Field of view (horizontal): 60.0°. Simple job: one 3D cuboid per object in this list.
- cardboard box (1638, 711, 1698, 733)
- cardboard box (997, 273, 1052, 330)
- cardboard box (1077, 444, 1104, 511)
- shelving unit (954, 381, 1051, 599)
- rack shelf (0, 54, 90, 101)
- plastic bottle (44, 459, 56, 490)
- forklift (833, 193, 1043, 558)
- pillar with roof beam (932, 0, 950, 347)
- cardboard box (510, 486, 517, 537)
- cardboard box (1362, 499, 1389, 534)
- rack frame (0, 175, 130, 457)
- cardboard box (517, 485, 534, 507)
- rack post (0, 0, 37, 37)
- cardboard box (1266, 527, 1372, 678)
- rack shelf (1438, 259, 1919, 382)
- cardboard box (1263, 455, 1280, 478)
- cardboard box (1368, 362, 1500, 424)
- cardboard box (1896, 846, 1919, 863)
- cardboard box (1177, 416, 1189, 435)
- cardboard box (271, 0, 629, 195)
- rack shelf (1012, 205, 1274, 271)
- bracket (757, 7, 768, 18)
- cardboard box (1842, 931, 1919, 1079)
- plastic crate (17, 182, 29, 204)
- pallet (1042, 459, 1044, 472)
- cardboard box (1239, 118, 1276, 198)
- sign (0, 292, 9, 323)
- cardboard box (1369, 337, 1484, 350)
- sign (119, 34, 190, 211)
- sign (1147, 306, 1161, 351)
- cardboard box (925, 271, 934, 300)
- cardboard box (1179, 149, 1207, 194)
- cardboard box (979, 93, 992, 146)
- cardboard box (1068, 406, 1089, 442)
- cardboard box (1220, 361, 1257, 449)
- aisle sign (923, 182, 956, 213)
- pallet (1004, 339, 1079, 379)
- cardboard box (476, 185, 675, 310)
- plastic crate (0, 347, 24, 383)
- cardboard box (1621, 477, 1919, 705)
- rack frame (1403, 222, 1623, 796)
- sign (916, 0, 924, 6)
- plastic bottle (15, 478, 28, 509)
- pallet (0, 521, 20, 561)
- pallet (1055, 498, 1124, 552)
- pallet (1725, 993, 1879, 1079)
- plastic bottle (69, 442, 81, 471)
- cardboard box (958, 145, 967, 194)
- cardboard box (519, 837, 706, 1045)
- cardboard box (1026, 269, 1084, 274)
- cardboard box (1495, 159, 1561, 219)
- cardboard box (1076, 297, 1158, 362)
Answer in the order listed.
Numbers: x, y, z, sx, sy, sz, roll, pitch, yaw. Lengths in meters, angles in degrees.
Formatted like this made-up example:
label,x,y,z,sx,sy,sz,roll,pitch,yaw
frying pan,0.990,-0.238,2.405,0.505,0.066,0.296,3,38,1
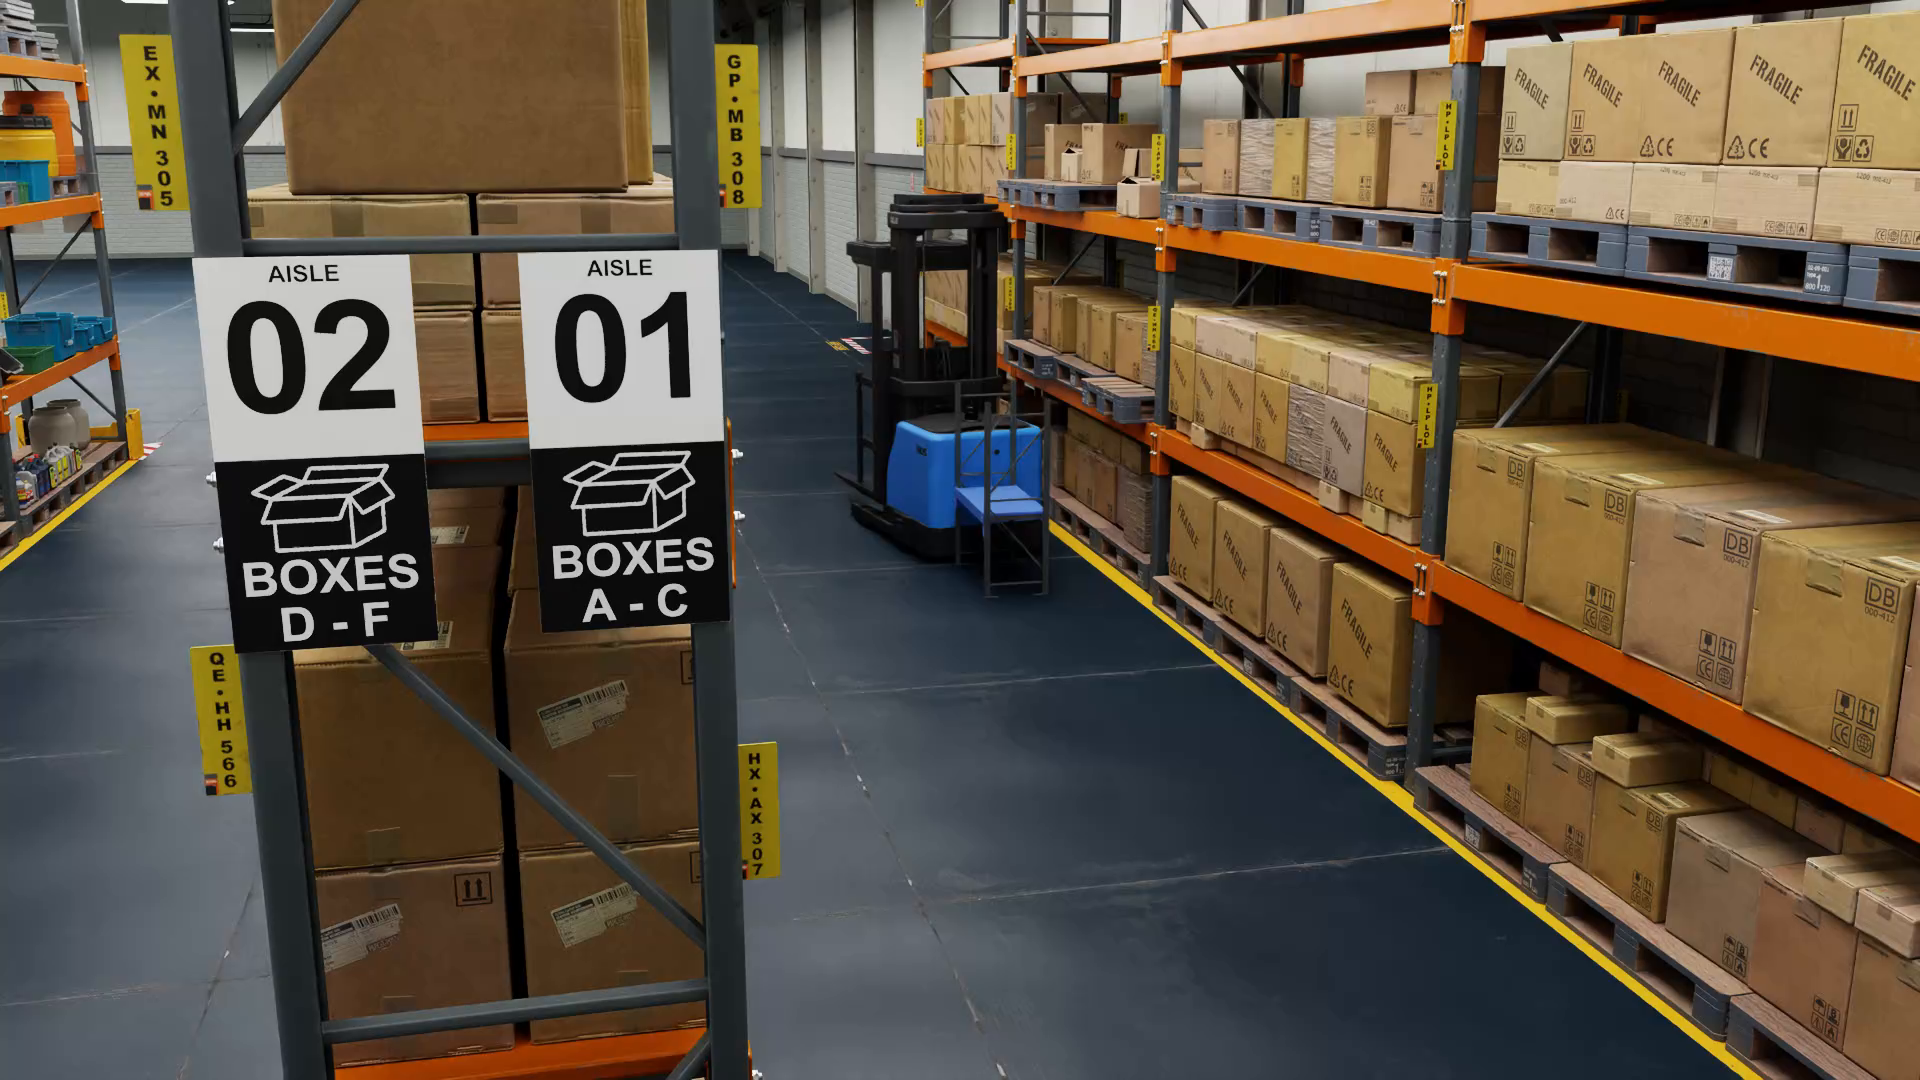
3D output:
label,x,y,z,sx,sy,sz,roll,pitch,yaw
cardboard box,3.310,0.877,7.531,0.380,0.149,0.250,-4,14,-15
cardboard box,0.597,-2.372,16.511,0.500,0.500,0.500,-3,14,-13
cardboard box,1.448,-0.574,14.794,0.700,0.500,0.500,-3,14,-13
shelving unit,0.318,-0.416,12.971,0.538,1.500,1.048,-3,14,-12
rack shelf,-9.091,-4.259,15.258,1.077,0.370,4.000,-3,14,-13
plastic bottle,-8.450,-0.615,15.419,0.061,0.283,0.133,-3,14,-11
forklift,-0.341,-1.585,14.740,1.130,2.935,3.031,-6,15,-22
pillar with roof beam,-4.519,-6.847,23.493,9.100,9.000,0.400,-3,14,-13
cardboard box,-1.968,-0.148,6.394,0.500,0.500,0.500,-4,14,-15
cardboard box,2.451,-0.141,9.170,0.380,0.149,0.250,-3,14,-12
rack frame,-9.561,-2.350,17.725,1.000,3.000,0.127,-3,14,-13
cardboard box,-1.198,0.062,5.537,0.500,0.500,0.500,-3,14,-14
rack post,-9.075,-4.782,15.200,0.937,0.300,0.954,-4,14,-14
cardboard box,2.397,0.359,10.283,0.750,0.750,0.750,-3,14,-11
rack shelf,3.357,-0.780,6.495,1.077,0.370,4.000,-3,14,-13
cardboard box,2.171,-0.502,10.649,0.380,0.149,0.250,-3,14,-13
cardboard box,2.529,-0.794,8.899,0.500,0.250,0.500,-3,14,-12
cardboard box,3.669,1.229,6.091,0.380,0.149,0.250,-3,14,-13
cardboard box,1.800,-0.855,12.095,0.380,0.149,0.250,-3,14,-14
cardboard box,-1.124,-1.043,3.739,0.700,0.500,0.500,-3,14,-13
rack shelf,1.478,-2.626,14.050,1.077,0.370,4.000,-3,14,-13
bracket,-4.810,-12.873,40.572,0.235,0.232,0.430,-3,14,-13
cardboard box,3.565,1.643,5.763,0.700,0.500,0.500,-3,14,-13
plastic crate,-8.727,-3.161,15.170,0.336,0.188,0.450,-3,14,-13
pallet,0.816,-0.778,17.166,1.003,0.211,1.213,-3,14,-13
cardboard box,2.293,-2.548,11.078,0.700,0.500,0.500,-4,14,-16
sign,-10.097,-2.455,17.571,0.100,0.325,0.005,-3,14,-13
cardboard box,2.781,-1.057,9.975,0.500,0.250,0.500,-4,14,-15
sign,-1.532,-0.795,3.175,0.100,0.325,0.005,-3,14,-13
sign,1.423,-1.548,12.171,0.100,0.325,0.005,-3,14,-13
cardboard box,-0.111,-3.076,19.393,0.500,0.500,0.500,-3,14,-13
cardboard box,2.002,-2.751,12.794,0.500,0.500,0.500,-3,14,-13
cardboard box,0.488,-4.208,16.649,0.500,0.500,0.500,-3,14,-10
cardboard box,1.304,-1.073,15.258,0.500,0.250,0.500,-4,14,-14
cardboard box,2.043,-0.897,10.900,0.500,0.500,0.500,-3,14,-13
aisle sign,-0.239,-4.165,19.677,0.394,0.787,0.004,-3,14,-13
pallet,1.047,-1.702,15.477,1.003,0.211,1.213,-3,14,-13
cardboard box,-0.855,-0.694,3.891,0.500,0.250,0.500,-3,14,-13
plastic crate,-8.621,-1.525,14.479,0.767,0.338,0.504,-3,14,-13
cardboard box,3.345,0.182,6.728,0.980,0.700,0.700,-4,14,-16
rack frame,2.887,-0.134,8.655,1.000,3.000,0.127,-3,14,-13
sign,-0.458,-6.278,19.030,0.100,0.325,0.005,-3,14,-13
plastic bottle,-8.270,-0.413,14.621,0.097,0.271,0.097,0,14,0
pallet,-8.399,0.106,13.547,1.003,0.211,1.213,-3,14,-13
pallet,1.483,-0.163,14.651,1.003,0.211,1.213,-3,14,-13
pallet,3.563,1.963,5.946,1.003,0.211,1.213,-3,14,-13
plastic bottle,-8.658,-0.819,16.255,0.061,0.283,0.133,-3,14,-12
cardboard box,0.268,-3.959,17.737,0.500,0.500,0.500,-2,14,-10
cardboard box,-0.835,0.900,4.211,0.500,0.500,0.500,-3,14,-12
cardboard box,0.983,-2.520,17.116,0.500,0.500,0.500,-3,14,-13
cardboard box,2.793,-1.597,7.542,0.500,0.250,0.500,-3,14,-13
cardboard box,1.404,-1.843,14.512,0.700,0.500,0.500,-1,14,-5
